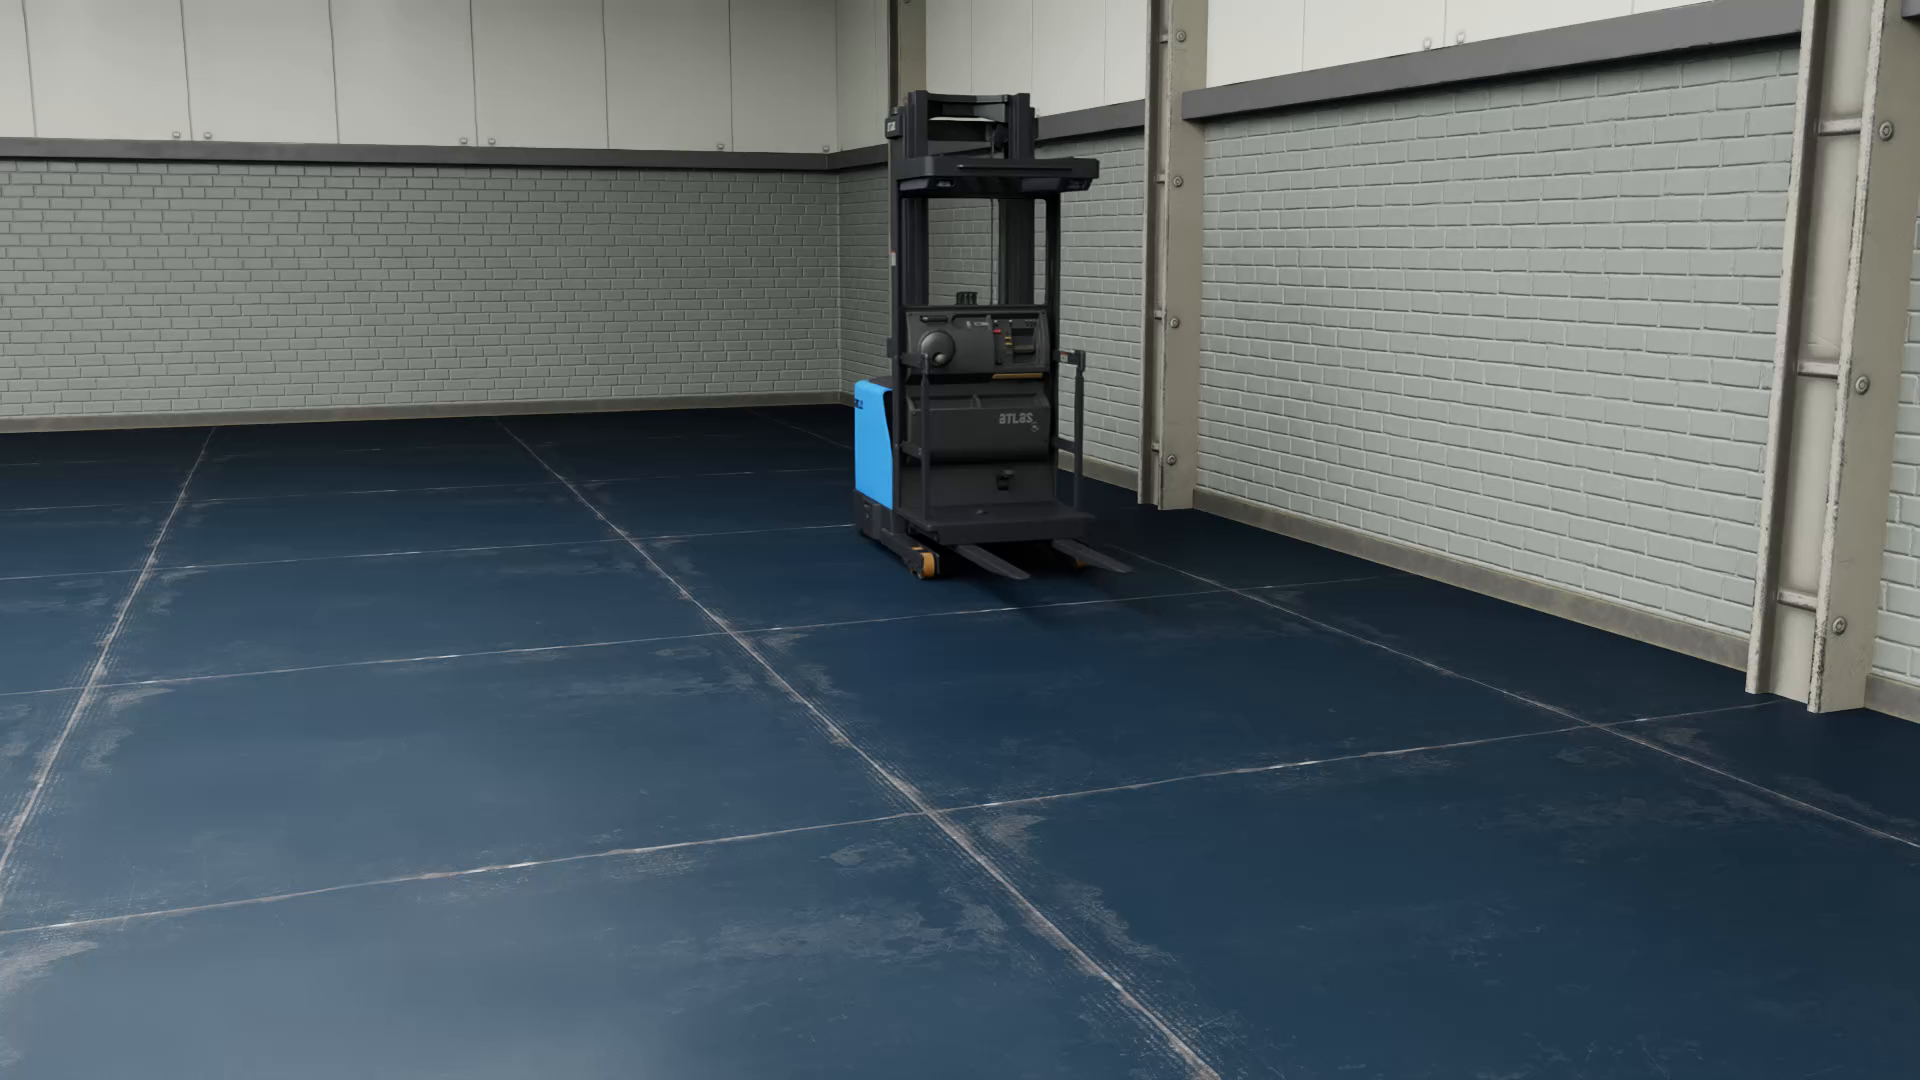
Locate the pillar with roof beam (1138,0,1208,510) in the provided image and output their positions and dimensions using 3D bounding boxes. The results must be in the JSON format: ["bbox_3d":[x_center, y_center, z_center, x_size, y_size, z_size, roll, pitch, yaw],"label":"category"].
[{"bbox_3d":[-2.404,-4.428,10.618,9.100,9.000,0.400,-4,11,-21],"label":"pillar with roof beam"}]

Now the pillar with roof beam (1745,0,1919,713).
[{"bbox_3d":[-0.230,-3.449,5.112,9.100,9.000,0.400,-4,11,-21],"label":"pillar with roof beam"}]

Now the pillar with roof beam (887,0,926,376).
[{"bbox_3d":[-4.579,-5.407,16.124,9.100,9.000,0.400,-4,11,-21],"label":"pillar with roof beam"}]

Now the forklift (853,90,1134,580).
[{"bbox_3d":[0.182,-1.284,10.270,1.130,2.935,3.031,-3,11,-17],"label":"forklift"}]
